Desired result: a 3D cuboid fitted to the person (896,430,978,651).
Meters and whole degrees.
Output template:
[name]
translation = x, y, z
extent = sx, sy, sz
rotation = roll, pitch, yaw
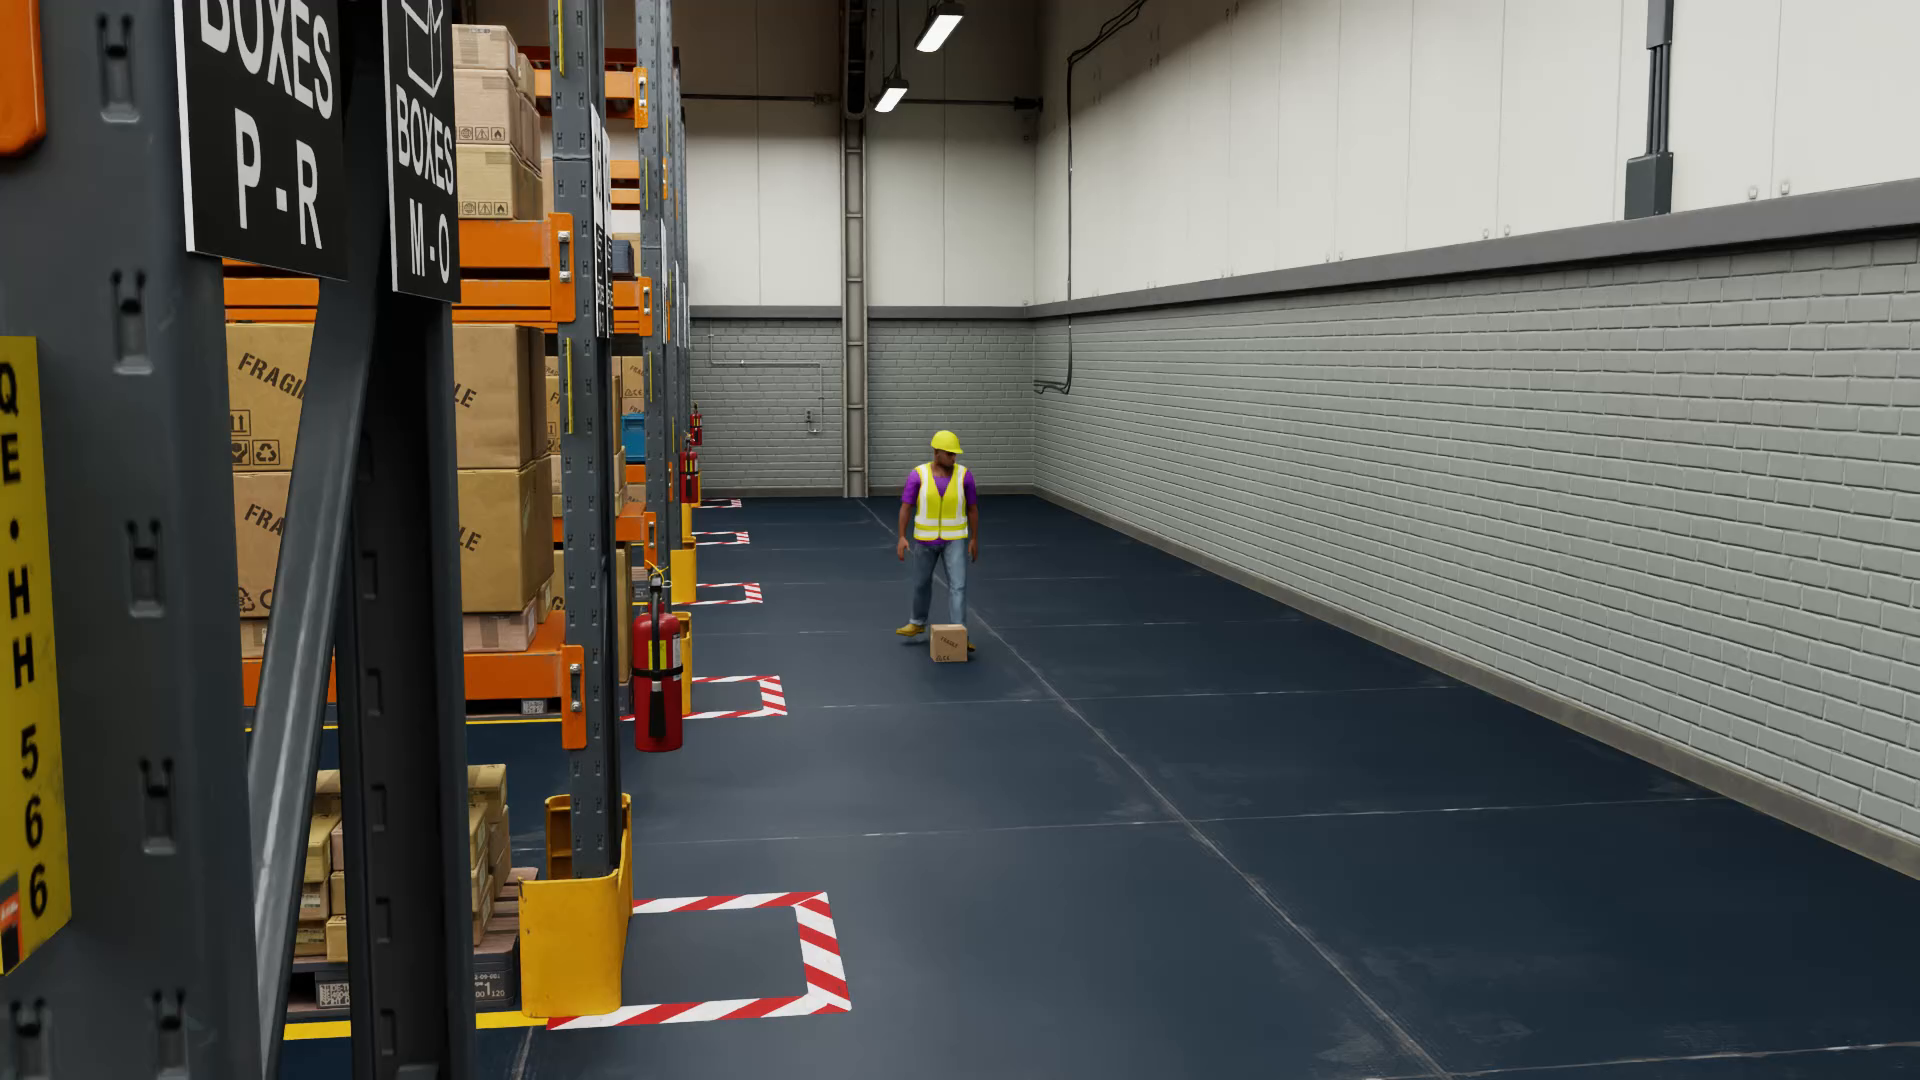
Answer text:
[person]
translation = -0.193, 0.000, 13.184
extent = 0.675, 1.742, 0.927
rotation = 0, 6, 2
